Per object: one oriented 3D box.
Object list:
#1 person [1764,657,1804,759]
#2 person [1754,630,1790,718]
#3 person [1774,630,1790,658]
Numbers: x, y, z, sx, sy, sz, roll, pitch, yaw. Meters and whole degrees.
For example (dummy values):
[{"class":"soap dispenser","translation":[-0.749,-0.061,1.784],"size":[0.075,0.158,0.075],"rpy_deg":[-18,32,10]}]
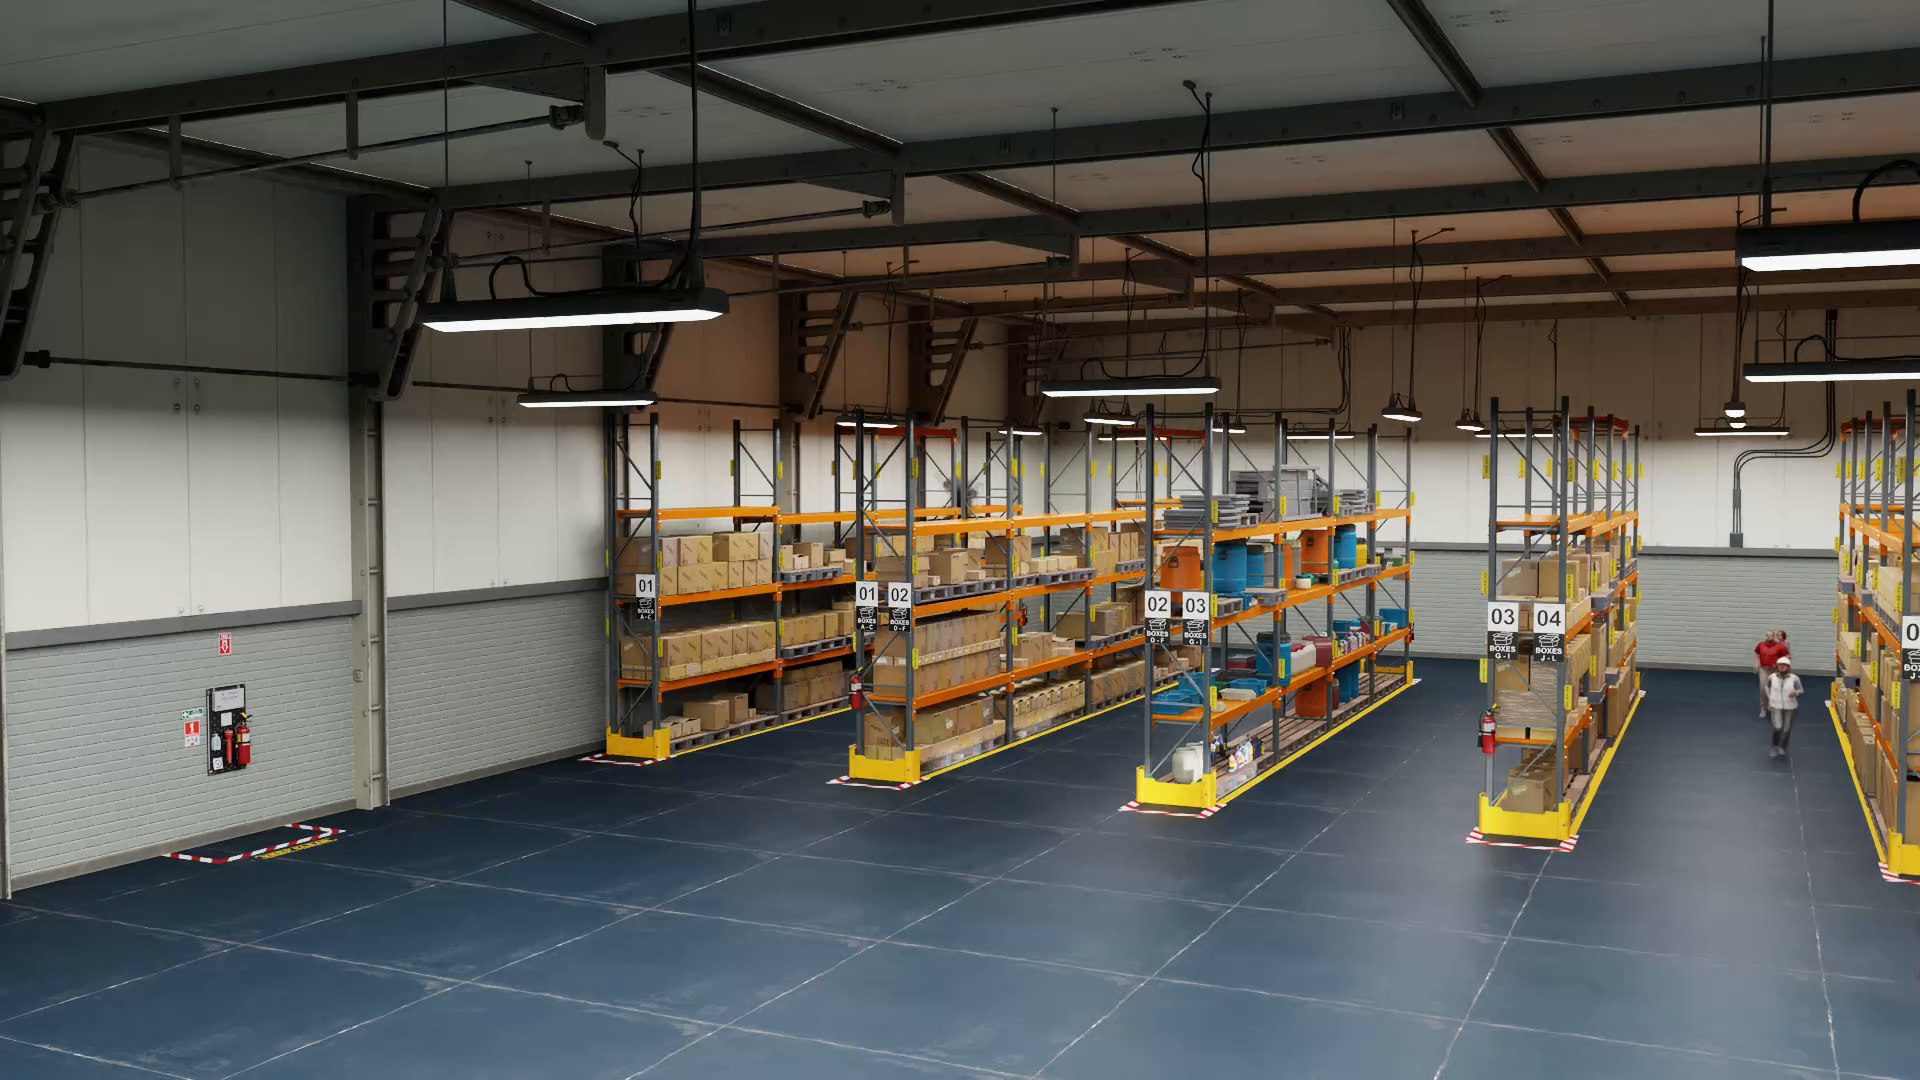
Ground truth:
[{"class":"person","translation":[14.260,2.920,28.784],"size":[0.631,1.788,0.704],"rpy_deg":[1,3,26]},{"class":"person","translation":[16.545,2.725,33.901],"size":[0.673,1.780,0.845],"rpy_deg":[1,3,32]},{"class":"person","translation":[17.650,2.721,35.916],"size":[0.593,1.538,0.598],"rpy_deg":[-2,3,-38]}]
